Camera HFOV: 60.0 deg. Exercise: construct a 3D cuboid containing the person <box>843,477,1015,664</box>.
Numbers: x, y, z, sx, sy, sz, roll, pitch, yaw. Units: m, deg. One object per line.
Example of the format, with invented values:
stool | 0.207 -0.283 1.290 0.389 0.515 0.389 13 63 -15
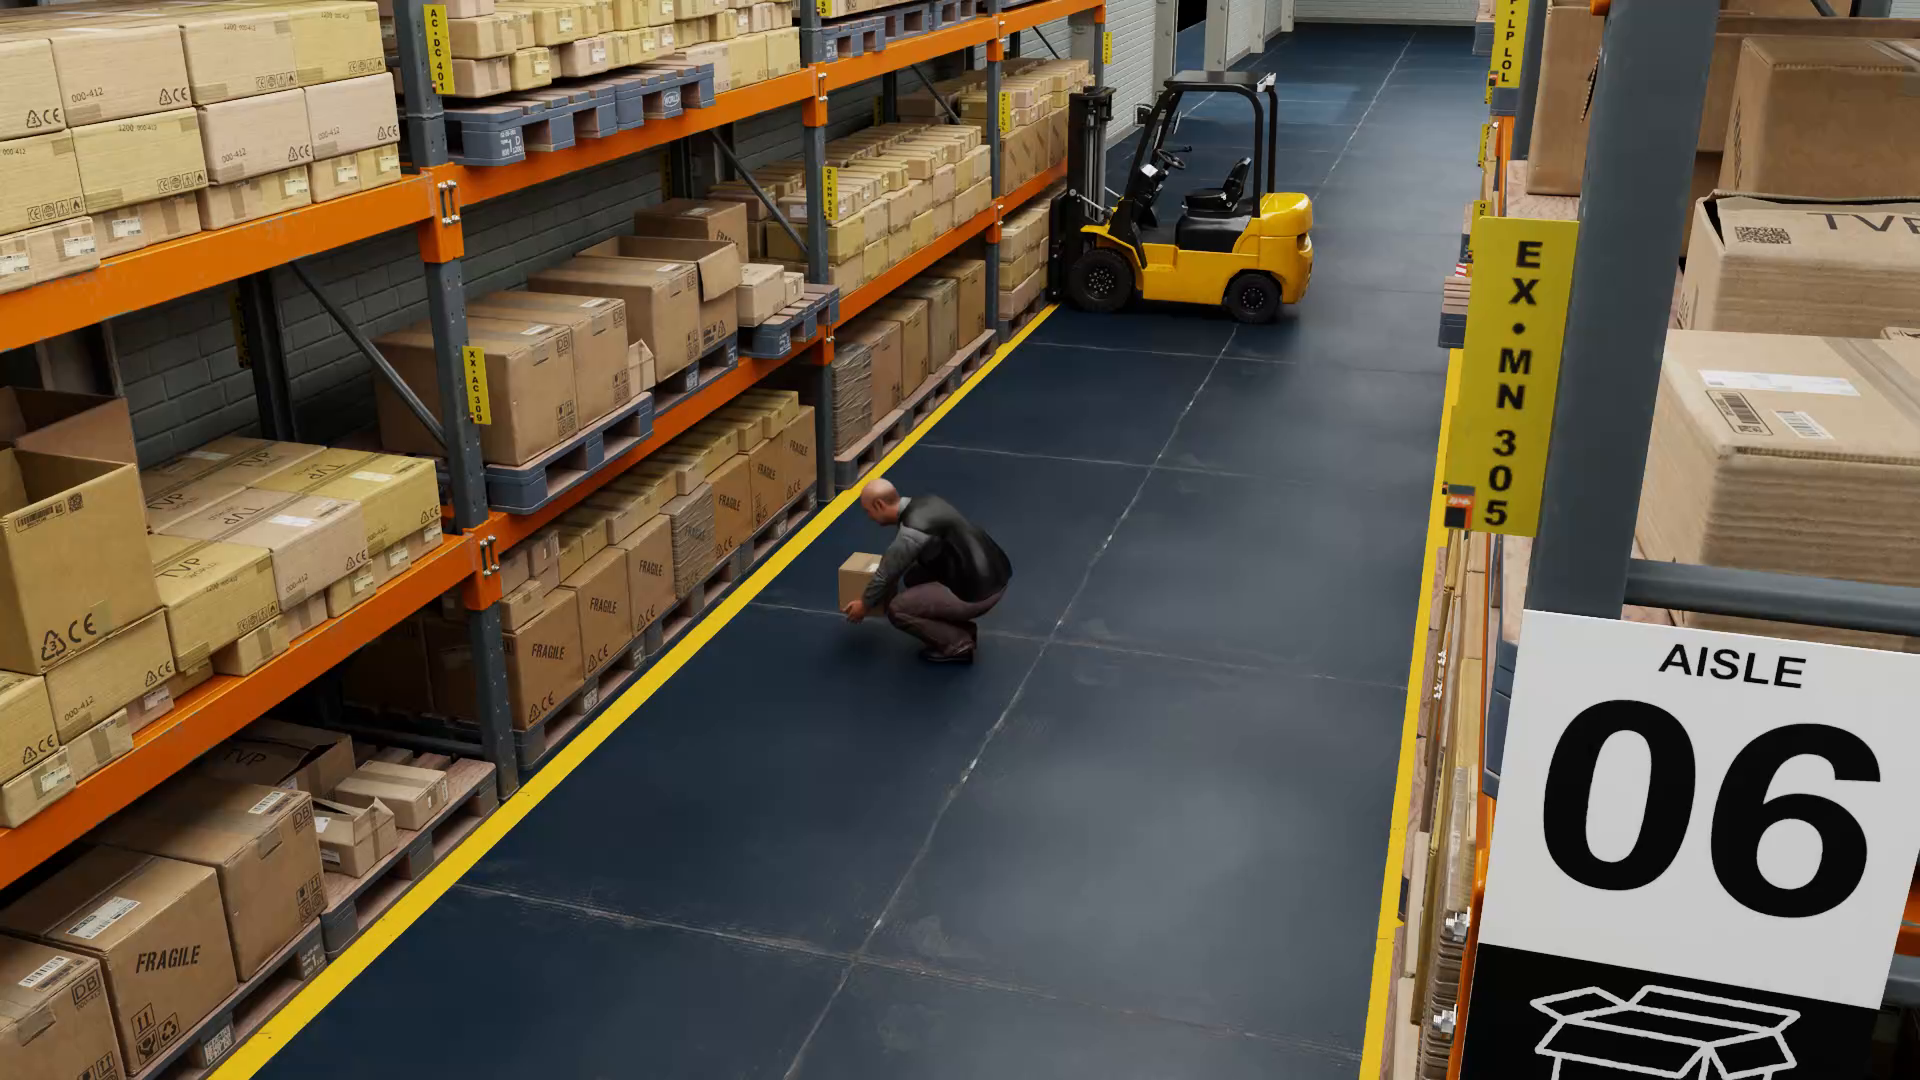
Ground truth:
person | -0.169 0.174 8.823 0.887 0.892 0.508 6 23 14
